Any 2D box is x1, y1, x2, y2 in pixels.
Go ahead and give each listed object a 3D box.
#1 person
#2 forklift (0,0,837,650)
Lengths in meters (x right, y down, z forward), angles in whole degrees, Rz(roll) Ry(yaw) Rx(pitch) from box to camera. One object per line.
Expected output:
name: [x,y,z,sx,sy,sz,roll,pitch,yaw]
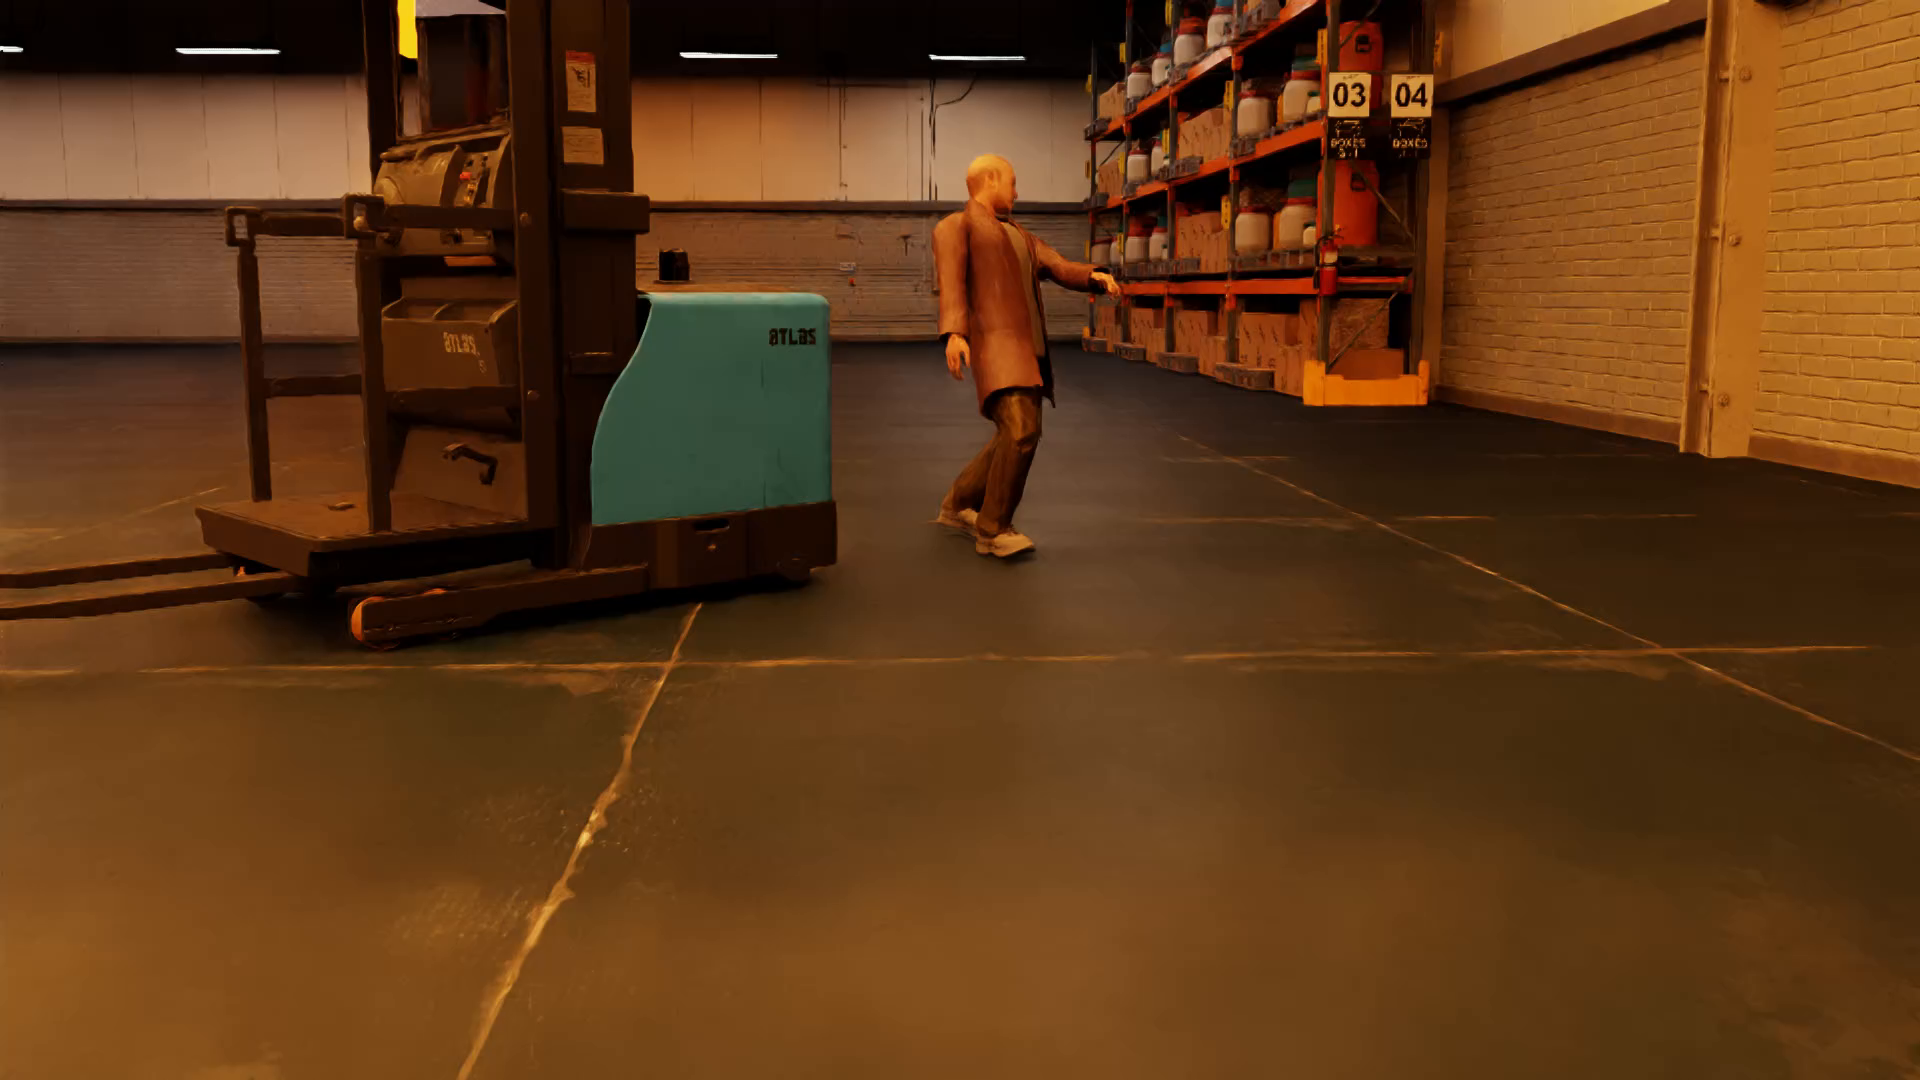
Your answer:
person: [0.196,-0.778,6.918,0.927,1.654,0.804,4,9,24]
forklift: [-1.893,-1.201,5.418,3.031,2.935,1.130,-8,11,-42]
